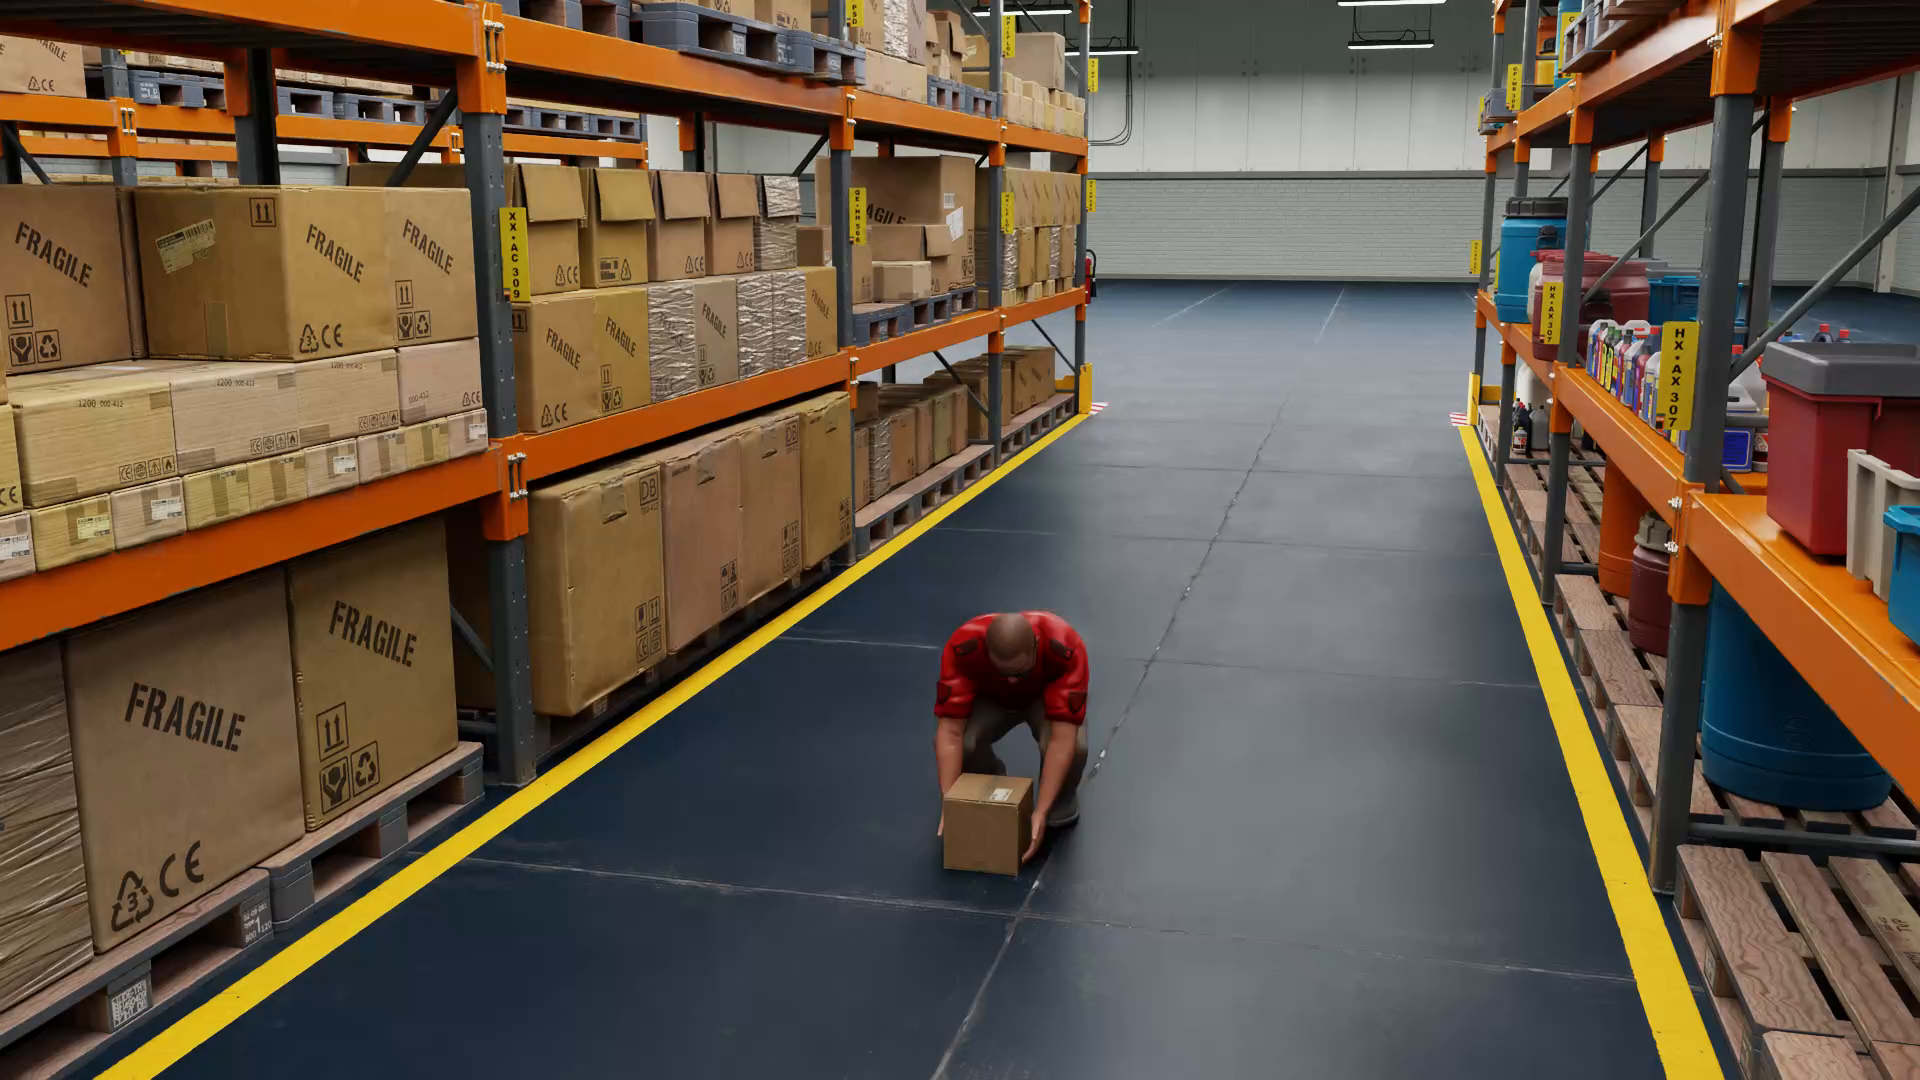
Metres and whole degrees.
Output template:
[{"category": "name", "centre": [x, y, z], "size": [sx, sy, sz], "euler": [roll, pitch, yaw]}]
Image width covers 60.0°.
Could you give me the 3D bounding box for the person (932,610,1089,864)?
[{"category": "person", "centre": [0.193, 0.592, 5.793], "size": [0.553, 0.853, 0.860], "euler": [3, 12, 14]}]
